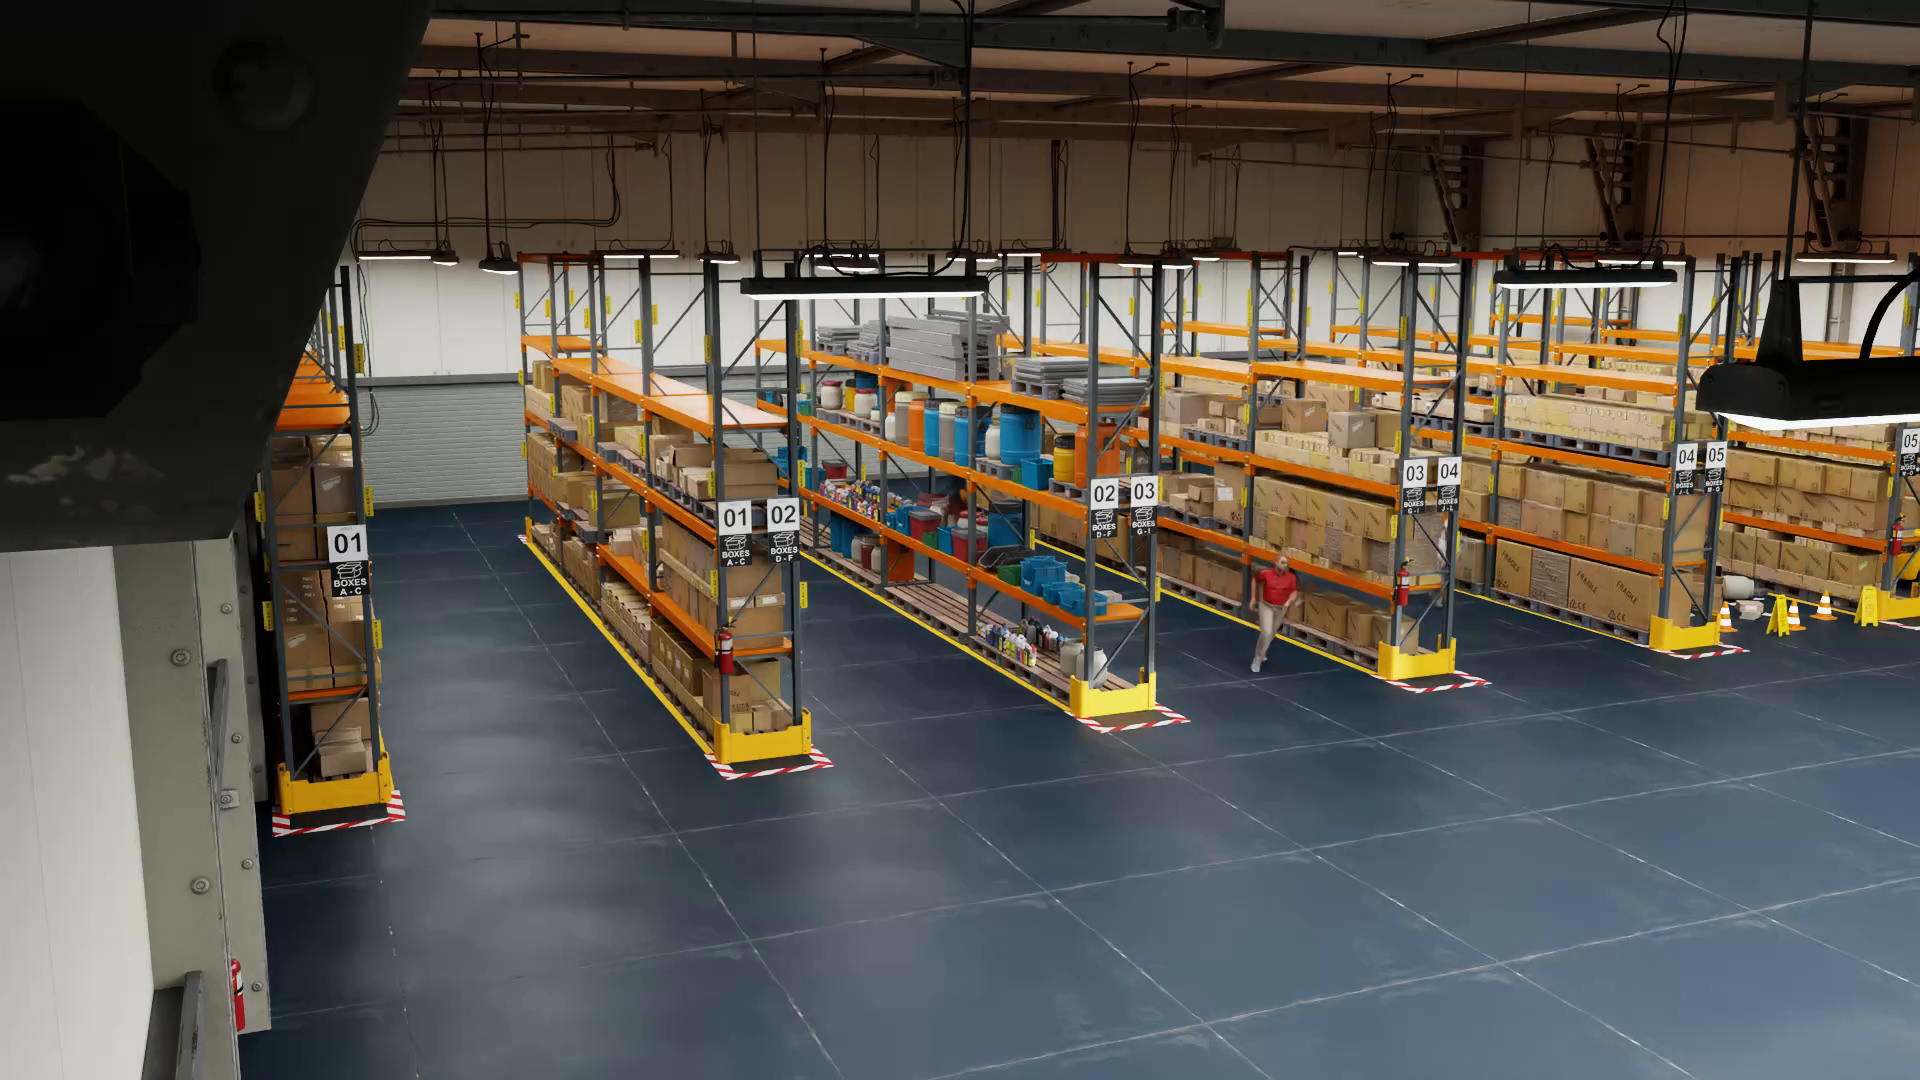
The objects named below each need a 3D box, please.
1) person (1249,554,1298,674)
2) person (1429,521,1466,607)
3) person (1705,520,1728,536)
[{"bbox_3d":[4.592,1.046,24.551,0.734,1.710,0.848,-2,10,-8],"label":"person"},{"bbox_3d":[8.331,0.380,28.528,0.676,1.596,0.913,-1,10,-6],"label":"person"},{"bbox_3d":[15.389,-0.464,33.611,0.546,1.468,1.096,-9,14,-41],"label":"person"}]
